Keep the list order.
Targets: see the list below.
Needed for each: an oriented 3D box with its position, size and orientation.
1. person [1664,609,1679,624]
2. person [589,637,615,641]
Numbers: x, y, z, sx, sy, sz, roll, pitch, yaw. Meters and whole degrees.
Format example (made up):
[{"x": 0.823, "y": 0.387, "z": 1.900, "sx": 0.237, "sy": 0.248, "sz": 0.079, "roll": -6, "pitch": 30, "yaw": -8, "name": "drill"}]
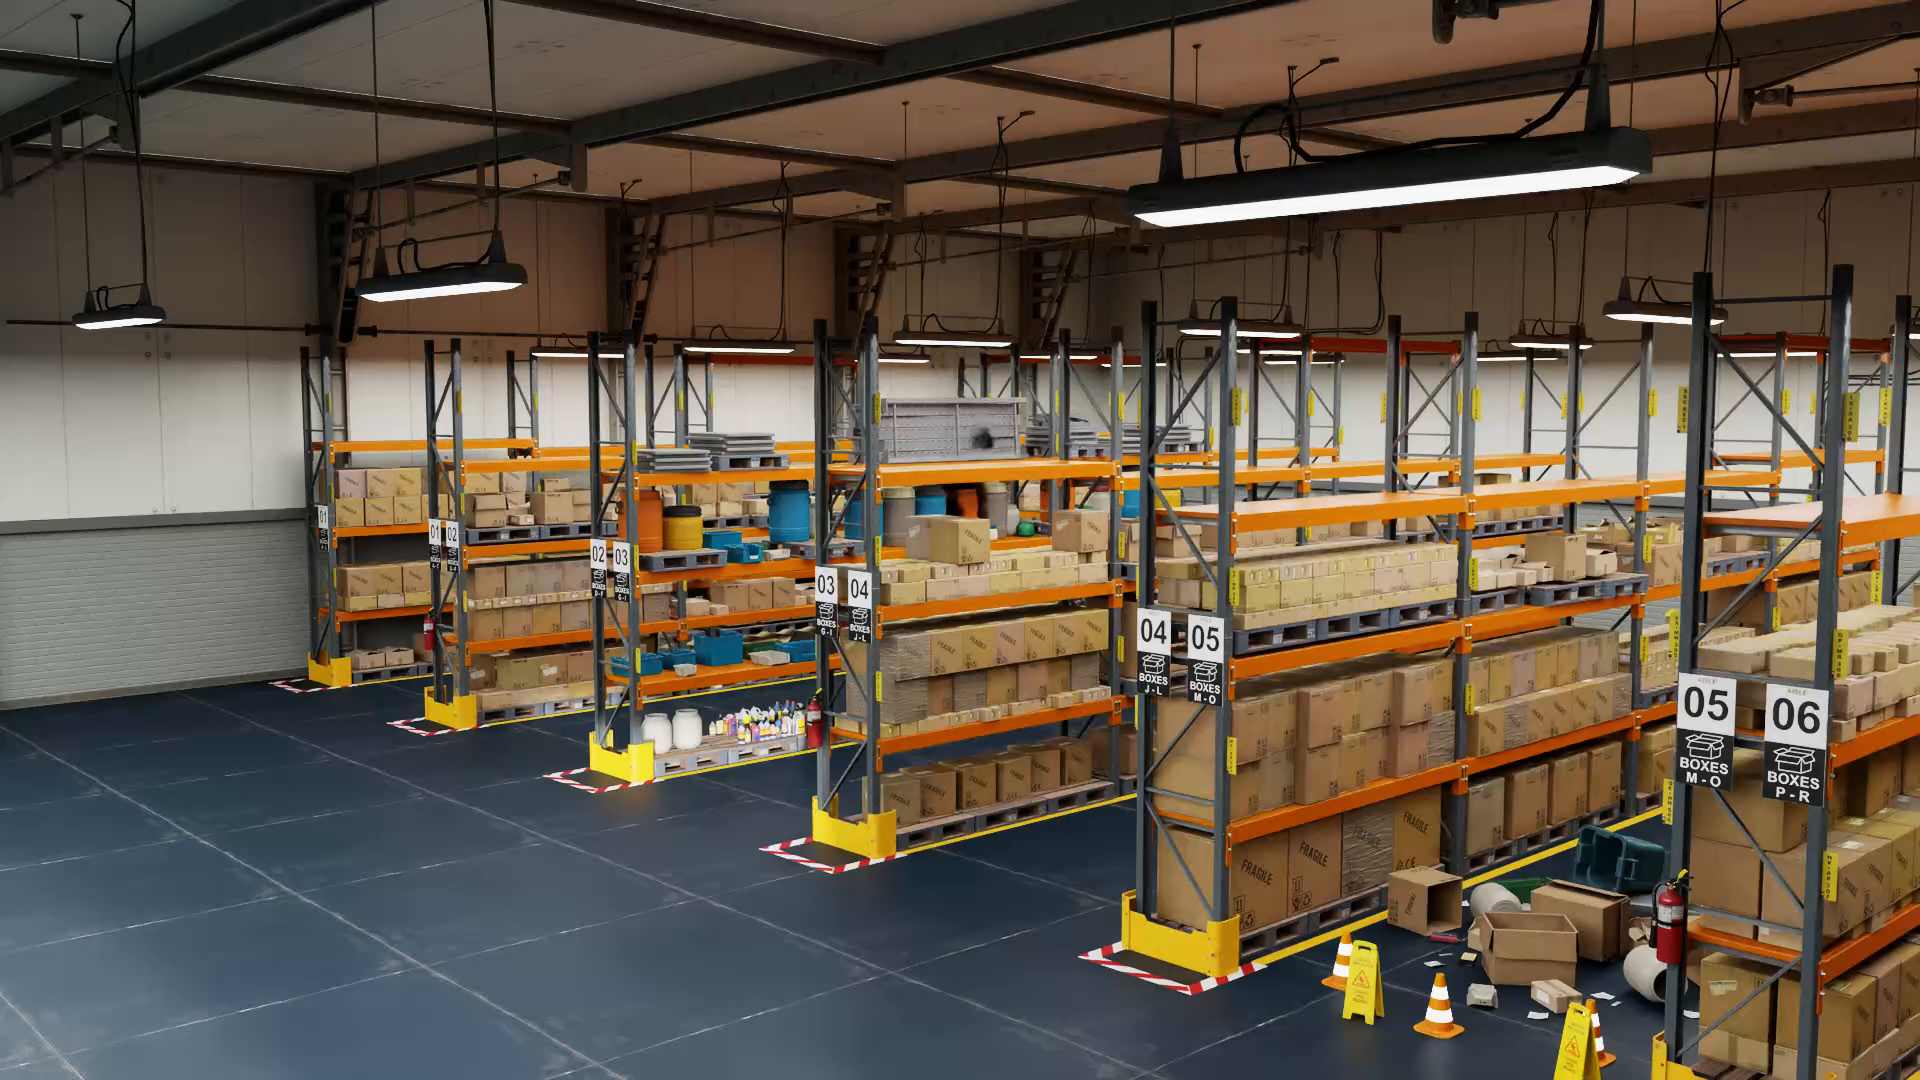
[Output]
[{"x": 11.176, "y": 1.975, "z": 26.150, "sx": 0.848, "sy": 1.812, "sz": 0.717, "roll": -4, "pitch": 6, "yaw": -38, "name": "person"}, {"x": -6.570, "y": 1.567, "z": 30.829, "sx": 0.647, "sy": 1.751, "sz": 0.735, "roll": 4, "pitch": 6, "yaw": 38, "name": "person"}]
